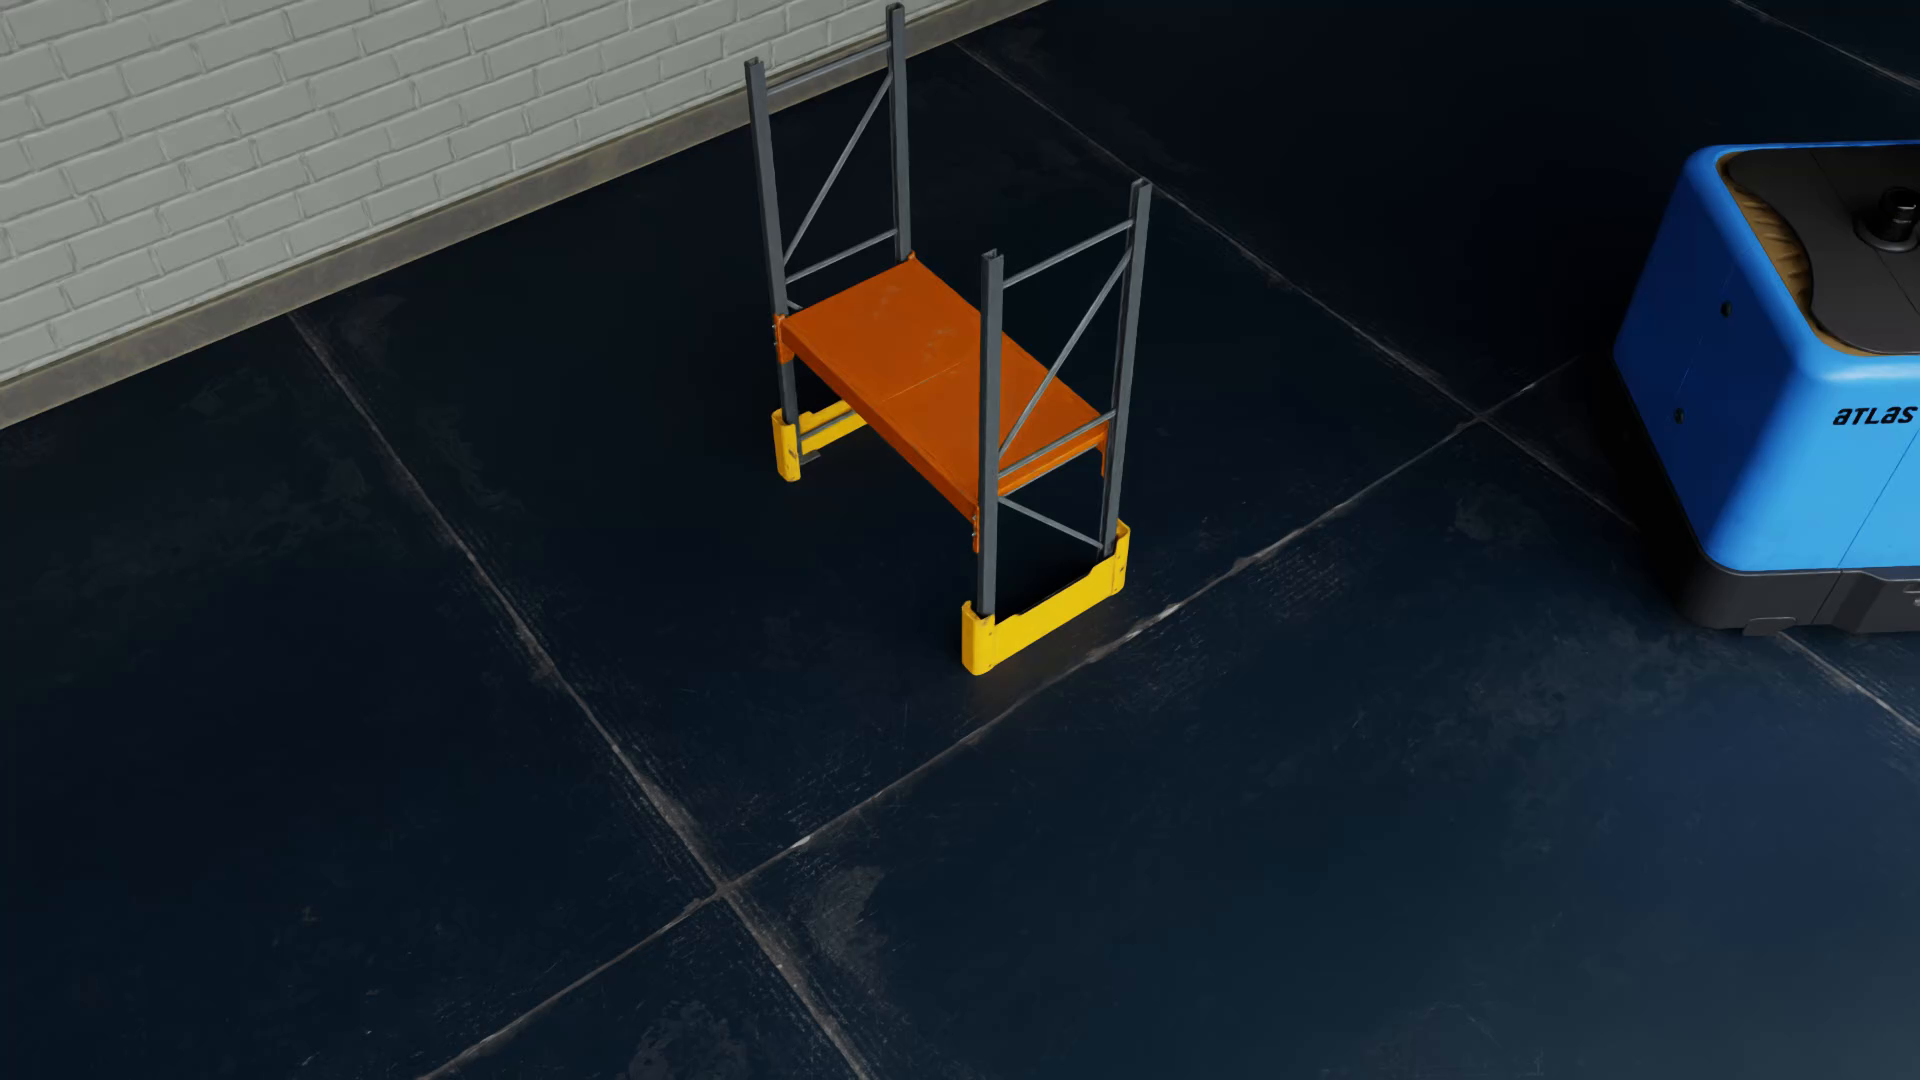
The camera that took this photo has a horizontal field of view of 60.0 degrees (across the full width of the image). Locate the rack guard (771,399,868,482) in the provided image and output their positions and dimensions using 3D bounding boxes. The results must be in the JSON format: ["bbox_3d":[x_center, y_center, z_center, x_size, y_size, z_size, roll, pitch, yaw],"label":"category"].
[{"bbox_3d":[-0.348,-0.423,5.464,0.587,0.250,0.087,-29,54,-24],"label":"rack guard"}]

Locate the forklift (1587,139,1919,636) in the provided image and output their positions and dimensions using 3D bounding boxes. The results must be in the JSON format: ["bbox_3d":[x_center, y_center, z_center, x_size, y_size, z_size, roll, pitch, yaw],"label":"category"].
[{"bbox_3d":[3.626,-1.112,4.280,3.031,2.935,1.130,-2,48,-2],"label":"forklift"}]

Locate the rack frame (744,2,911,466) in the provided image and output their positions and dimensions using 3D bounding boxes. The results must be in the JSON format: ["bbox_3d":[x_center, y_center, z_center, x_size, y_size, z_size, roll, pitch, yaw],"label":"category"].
[{"bbox_3d":[-0.359,-0.854,5.012,0.500,1.500,0.032,-29,54,-24],"label":"rack frame"}]

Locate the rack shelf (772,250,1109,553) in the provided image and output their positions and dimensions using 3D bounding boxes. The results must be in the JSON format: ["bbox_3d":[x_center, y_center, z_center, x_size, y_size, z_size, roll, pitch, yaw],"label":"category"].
[{"bbox_3d":[-0.052,-0.433,4.873,0.538,0.185,1.000,-29,54,-24],"label":"rack shelf"}]

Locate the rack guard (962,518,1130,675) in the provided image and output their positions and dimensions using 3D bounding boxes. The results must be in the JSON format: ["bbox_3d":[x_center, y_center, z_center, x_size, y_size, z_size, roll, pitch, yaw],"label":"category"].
[{"bbox_3d":[0.255,0.165,4.932,0.587,0.250,0.087,-29,54,-24],"label":"rack guard"}]

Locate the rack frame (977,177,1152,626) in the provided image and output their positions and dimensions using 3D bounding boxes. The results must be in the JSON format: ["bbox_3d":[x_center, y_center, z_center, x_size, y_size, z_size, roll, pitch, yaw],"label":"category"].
[{"bbox_3d":[0.256,-0.254,4.468,0.500,1.500,0.032,-29,54,-24],"label":"rack frame"}]

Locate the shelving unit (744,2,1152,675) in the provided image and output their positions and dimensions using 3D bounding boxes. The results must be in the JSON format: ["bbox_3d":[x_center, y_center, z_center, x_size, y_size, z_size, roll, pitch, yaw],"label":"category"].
[{"bbox_3d":[-0.046,-0.549,4.735,0.587,1.500,1.083,-29,54,-24],"label":"shelving unit"}]
